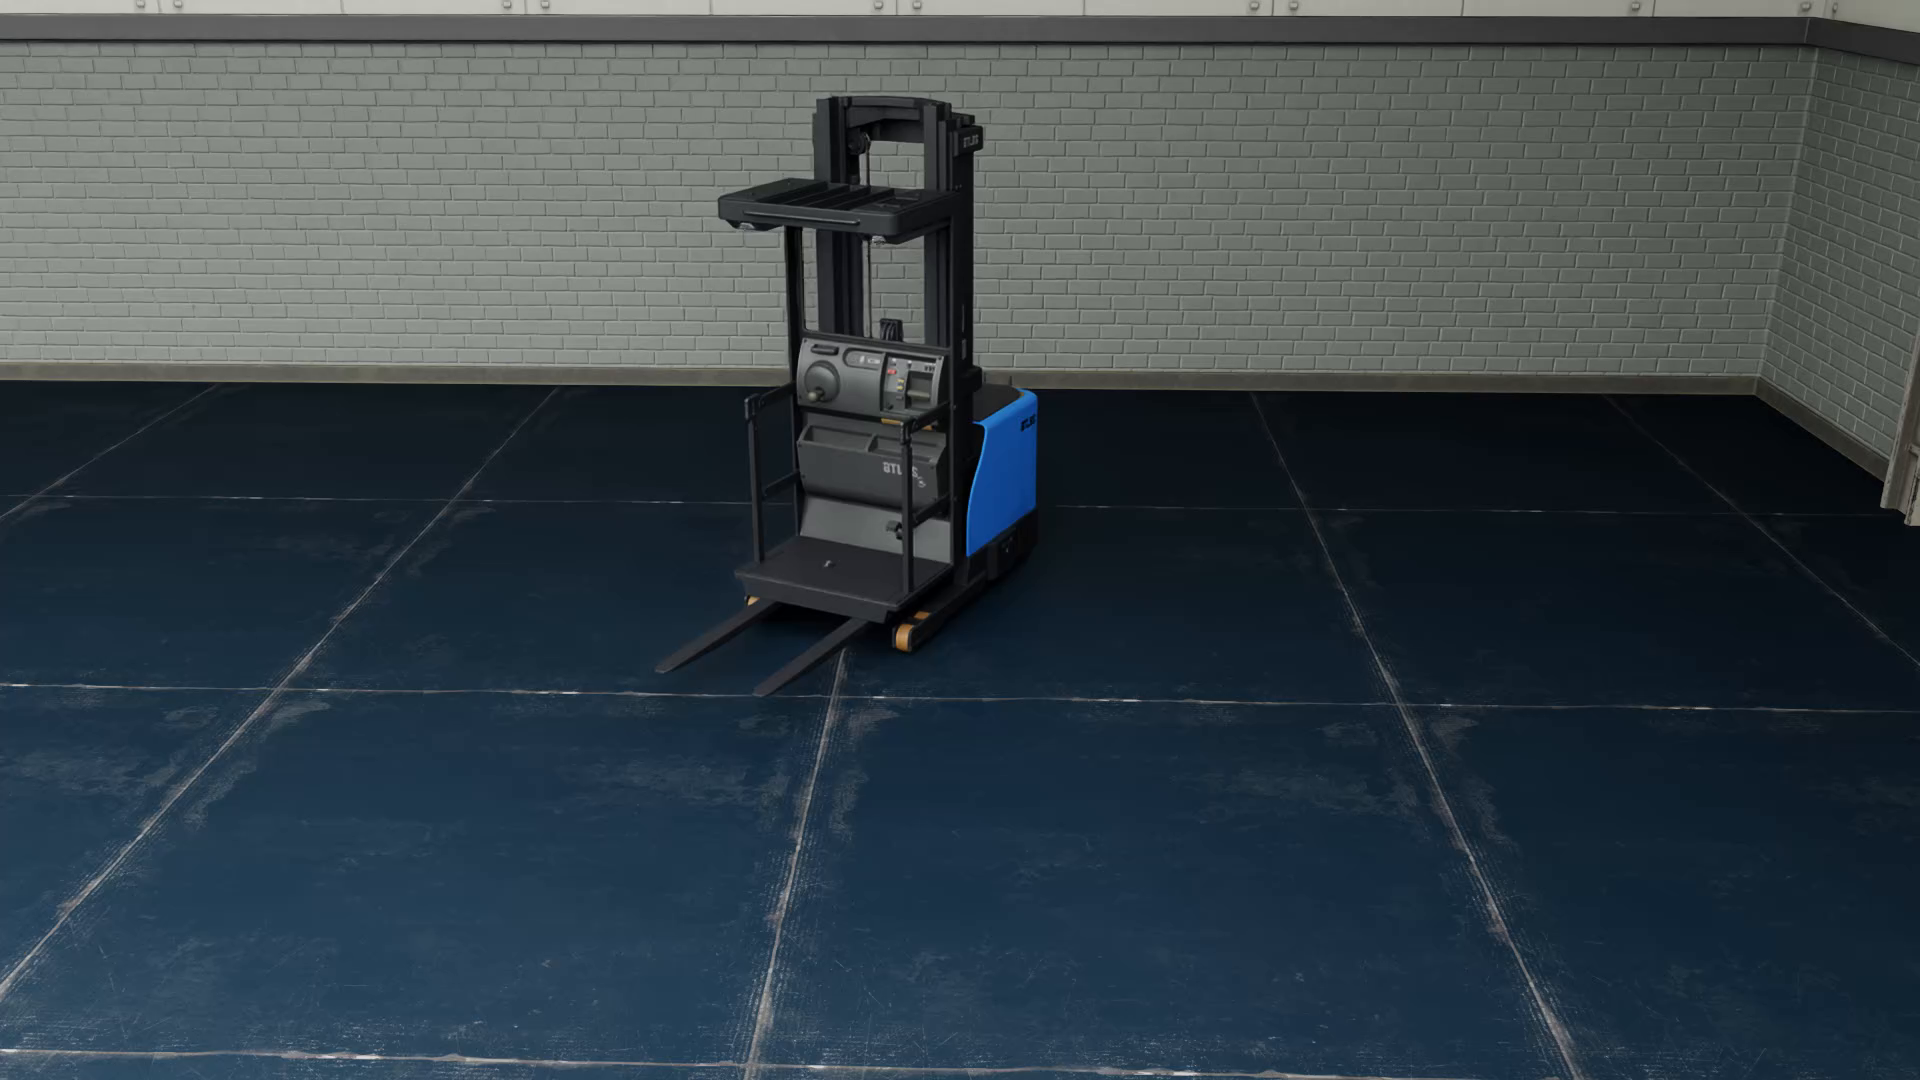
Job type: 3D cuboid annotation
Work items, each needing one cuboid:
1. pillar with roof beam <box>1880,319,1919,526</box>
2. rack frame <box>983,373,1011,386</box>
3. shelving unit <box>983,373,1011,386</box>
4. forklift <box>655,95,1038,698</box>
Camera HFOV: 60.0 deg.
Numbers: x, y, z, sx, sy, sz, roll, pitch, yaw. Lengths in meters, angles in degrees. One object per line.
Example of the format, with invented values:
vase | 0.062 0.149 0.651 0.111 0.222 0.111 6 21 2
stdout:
pillar with roof beam | 2.288 -4.412 9.960 9.100 9.000 0.400 1 21 2
rack frame | 0.244 -0.596 11.114 0.200 1.050 0.008 10 24 25
shelving unit | 0.189 -0.557 11.012 0.215 1.050 0.252 10 24 25
forklift | -0.611 -0.912 9.327 1.130 2.935 3.031 10 24 25
